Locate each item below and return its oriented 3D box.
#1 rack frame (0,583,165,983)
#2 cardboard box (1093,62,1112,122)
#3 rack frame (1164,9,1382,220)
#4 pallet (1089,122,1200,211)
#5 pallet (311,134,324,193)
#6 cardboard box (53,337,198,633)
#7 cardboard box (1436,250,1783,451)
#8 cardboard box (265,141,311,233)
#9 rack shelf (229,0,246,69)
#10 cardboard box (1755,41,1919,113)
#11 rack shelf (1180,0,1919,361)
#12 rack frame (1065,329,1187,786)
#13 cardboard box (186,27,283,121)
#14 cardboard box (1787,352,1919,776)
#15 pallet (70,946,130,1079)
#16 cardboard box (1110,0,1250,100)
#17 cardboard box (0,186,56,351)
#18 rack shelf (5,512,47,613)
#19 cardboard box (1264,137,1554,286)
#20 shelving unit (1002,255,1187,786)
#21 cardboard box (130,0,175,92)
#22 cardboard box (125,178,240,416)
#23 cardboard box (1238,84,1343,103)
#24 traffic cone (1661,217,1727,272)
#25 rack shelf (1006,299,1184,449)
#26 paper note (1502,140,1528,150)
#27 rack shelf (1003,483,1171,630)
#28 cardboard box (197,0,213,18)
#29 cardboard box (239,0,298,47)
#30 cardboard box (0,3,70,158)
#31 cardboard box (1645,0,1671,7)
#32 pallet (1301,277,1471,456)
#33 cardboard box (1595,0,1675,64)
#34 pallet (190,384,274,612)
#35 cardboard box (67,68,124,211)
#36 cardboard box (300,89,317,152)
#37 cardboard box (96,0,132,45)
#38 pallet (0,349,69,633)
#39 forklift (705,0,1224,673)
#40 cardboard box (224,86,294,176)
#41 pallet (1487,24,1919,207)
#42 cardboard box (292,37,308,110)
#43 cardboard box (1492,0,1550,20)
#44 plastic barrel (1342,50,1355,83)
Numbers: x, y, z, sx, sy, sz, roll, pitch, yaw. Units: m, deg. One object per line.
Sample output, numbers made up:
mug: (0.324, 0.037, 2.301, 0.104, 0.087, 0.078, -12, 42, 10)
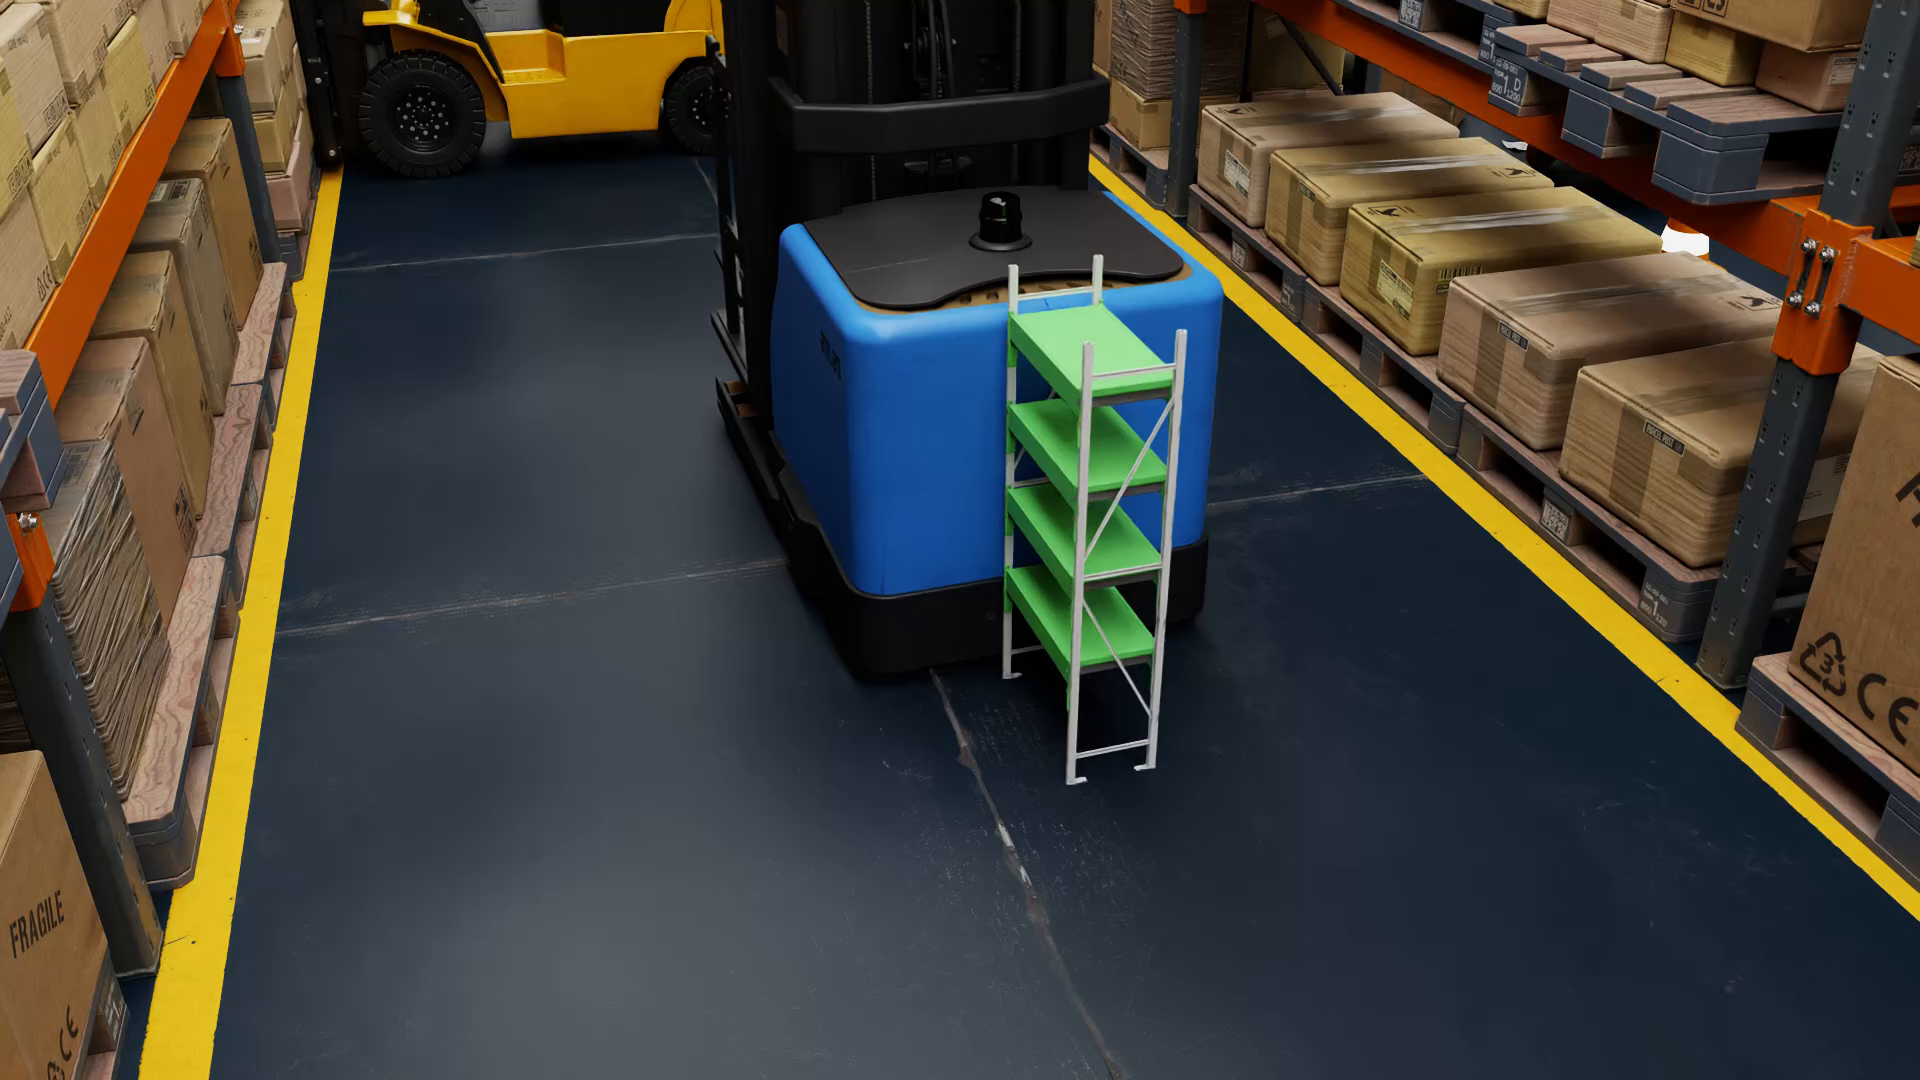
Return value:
rack frame: (-2.244, -0.315, 2.800, 1.000, 3.000, 0.127, -8, 31, -13)
cardboard box: (0.912, -2.406, 8.738, 0.500, 0.250, 0.500, -9, 31, -15)
rack frame: (1.479, -2.909, 7.281, 1.000, 3.000, 0.127, -8, 31, -13)
pallet: (1.267, -2.022, 8.532, 1.003, 0.211, 1.213, -8, 31, -13)
pallet: (-3.804, -2.020, 8.529, 1.003, 0.211, 1.213, -8, 31, -13)
cardboard box: (-2.577, -0.087, 4.357, 0.875, 0.625, 0.625, -7, 31, -12)
cardboard box: (2.197, -0.651, 5.584, 0.950, 0.372, 0.625, -8, 31, -14)
cardboard box: (-3.115, -1.516, 7.201, 0.500, 0.250, 0.500, -8, 31, -13)
rack shelf: (-3.837, -2.902, 7.987, 1.077, 0.370, 4.000, -8, 31, -13)
cardboard box: (2.227, -1.177, 4.121, 0.380, 0.149, 0.250, -7, 31, -11)
rack shelf: (2.010, -1.631, 5.792, 1.077, 0.370, 4.000, -8, 31, -13)
rack frame: (0.382, 0.078, 3.918, 0.240, 1.200, 0.015, -9, 31, -15)
cardboard box: (-3.132, -1.947, 6.947, 0.500, 0.250, 0.500, -8, 31, -14)
cardboard box: (2.644, 0.106, 3.775, 0.875, 0.875, 0.875, -8, 31, -14)
pallet: (-2.082, 1.257, 2.867, 1.003, 0.211, 1.213, -8, 31, -13)
cardboard box: (1.063, -2.475, 8.109, 0.500, 0.500, 0.500, -8, 31, -14)
cardboard box: (-2.126, -0.497, 3.264, 0.500, 0.250, 0.500, -8, 31, -13)
rack shelf: (-1.713, 0.962, 1.311, 1.077, 0.370, 4.000, -8, 31, -13)
cardboard box: (1.815, -1.353, 6.798, 0.950, 0.372, 0.625, -6, 31, -10)
shelving unit: (0.307, -0.039, 4.119, 0.258, 1.200, 0.503, -9, 31, -15)
cardboard box: (-2.679, -1.487, 4.975, 0.500, 0.250, 0.500, -8, 31, -13)
cardboard box: (-2.958, -0.775, 5.545, 0.875, 0.625, 0.625, -8, 31, -14)
cardboard box: (1.583, -2.221, 8.419, 0.500, 0.250, 0.500, -9, 31, -16)
traffic cone: (3.158, -1.398, 7.203, 0.336, 0.463, 0.334, -8, 31, -13)
rack shelf: (0.307, -0.399, 3.911, 0.258, 0.148, 0.480, -9, 31, -15)
paper note: (2.983, -2.107, 8.859, 0.148, 0.019, 0.142, -8, 31, -13)
rack shelf: (0.307, 0.016, 4.151, 0.258, 0.148, 0.480, -9, 31, -15)
cardboard box: (-2.920, -1.973, 5.815, 0.500, 0.250, 0.500, -7, 31, -12)
cardboard box: (-3.401, -2.434, 7.788, 0.500, 0.250, 0.500, -7, 31, -12)
cardboard box: (-2.258, -0.955, 3.557, 0.500, 0.250, 0.500, -7, 31, -12)
cardboard box: (2.004, -1.761, 4.483, 0.500, 0.500, 0.500, -8, 31, -14)
pallet: (2.014, -0.736, 6.310, 1.003, 0.211, 1.213, -8, 31, -13)
cardboard box: (1.976, -1.412, 4.528, 0.380, 0.149, 0.250, -8, 31, -14)
pallet: (-2.745, -0.099, 5.211, 1.003, 0.211, 1.213, -8, 31, -13)
cardboard box: (-2.398, -0.988, 4.113, 0.500, 0.250, 0.500, -9, 31, -15)
cardboard box: (-3.416, -2.006, 8.046, 0.500, 0.250, 0.500, -7, 31, -12)
cardboard box: (-2.539, -1.454, 4.418, 0.500, 0.250, 0.500, -7, 31, -13)
pallet: (-1.996, 0.086, 2.299, 1.213, 0.211, 1.003, -8, 31, -13)
forklift: (-0.234, -1.634, 5.148, 1.130, 2.935, 3.031, -9, 31, -15)
cardboard box: (-3.136, -1.730, 7.071, 0.500, 0.250, 0.500, -8, 31, -14)
pallet: (2.249, -1.224, 4.562, 1.213, 0.211, 1.003, -8, 31, -13)
cardboard box: (-3.394, -2.217, 7.913, 0.500, 0.250, 0.500, -8, 31, -14)
cardboard box: (1.830, -1.666, 4.966, 0.380, 0.149, 0.250, -7, 31, -12)
plastic barrel: (2.425, -2.929, 9.888, 0.512, 0.421, 0.421, 13, 32, 21)
